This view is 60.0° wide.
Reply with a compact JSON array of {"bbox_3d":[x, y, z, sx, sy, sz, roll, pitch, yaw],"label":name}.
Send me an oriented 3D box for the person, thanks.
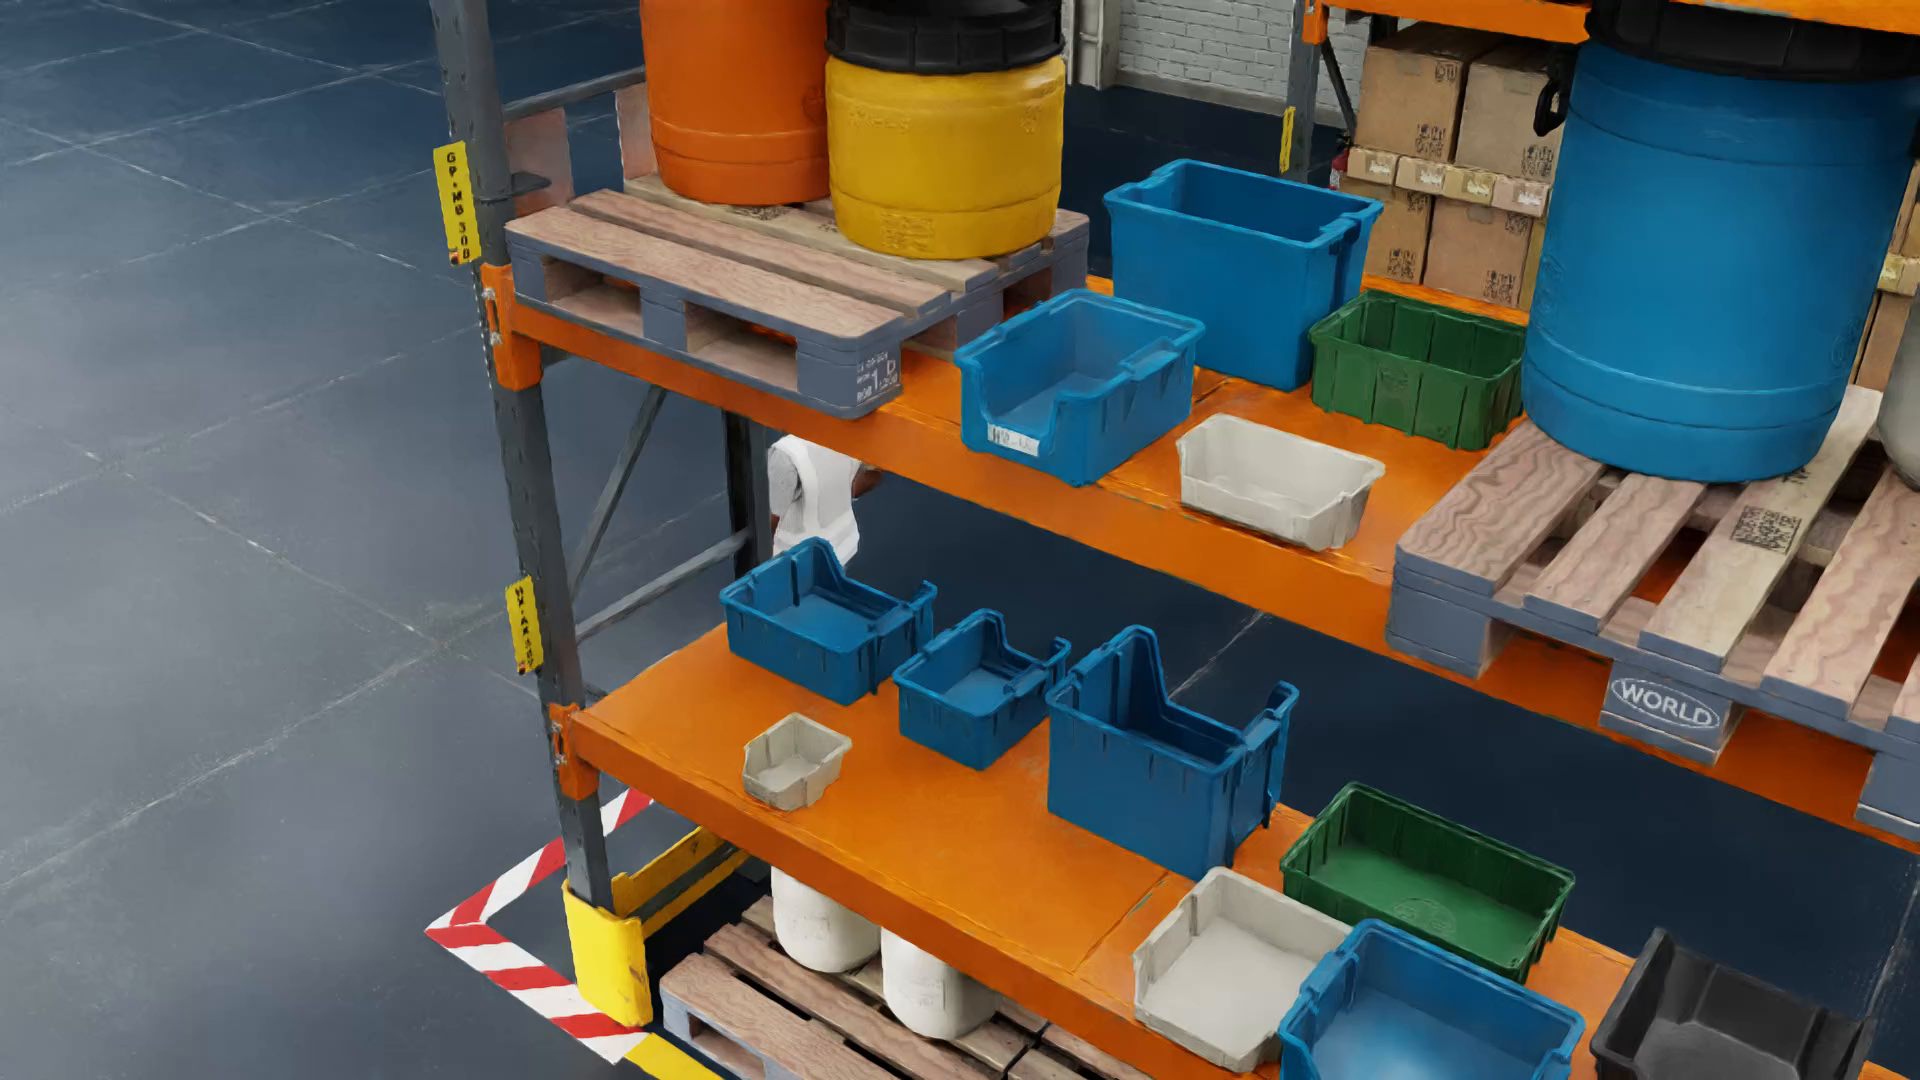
[{"bbox_3d":[-0.687,0.035,7.088,0.515,1.750,0.734,14,33,23],"label":"person"}]
